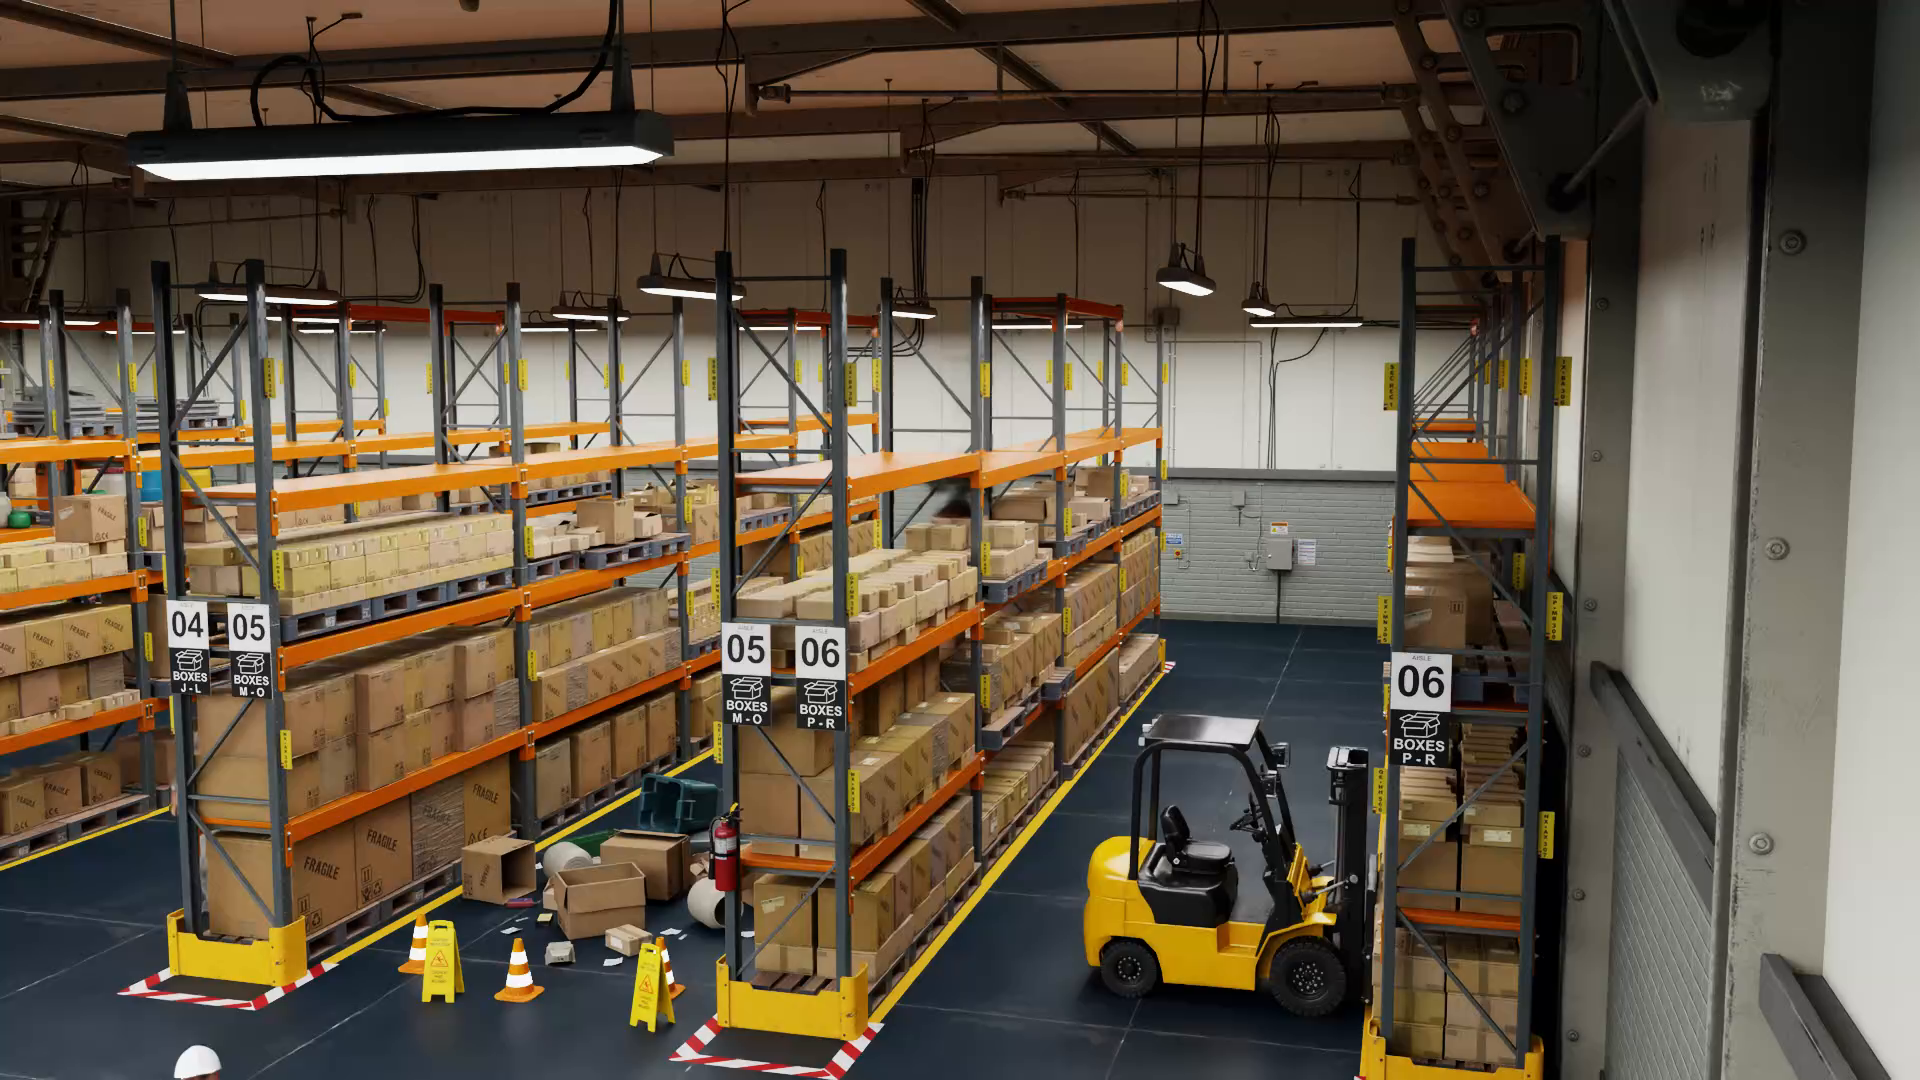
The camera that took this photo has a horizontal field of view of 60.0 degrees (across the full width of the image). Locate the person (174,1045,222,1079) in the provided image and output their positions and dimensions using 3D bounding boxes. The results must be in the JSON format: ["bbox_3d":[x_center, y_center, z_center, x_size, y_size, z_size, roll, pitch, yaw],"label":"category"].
[{"bbox_3d":[-3.939,3.426,8.569,0.693,1.730,0.681,-3,7,-24],"label":"person"}]

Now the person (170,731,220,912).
[{"bbox_3d":[-7.126,2.652,15.584,0.651,1.738,0.607,1,6,11],"label":"person"}]
